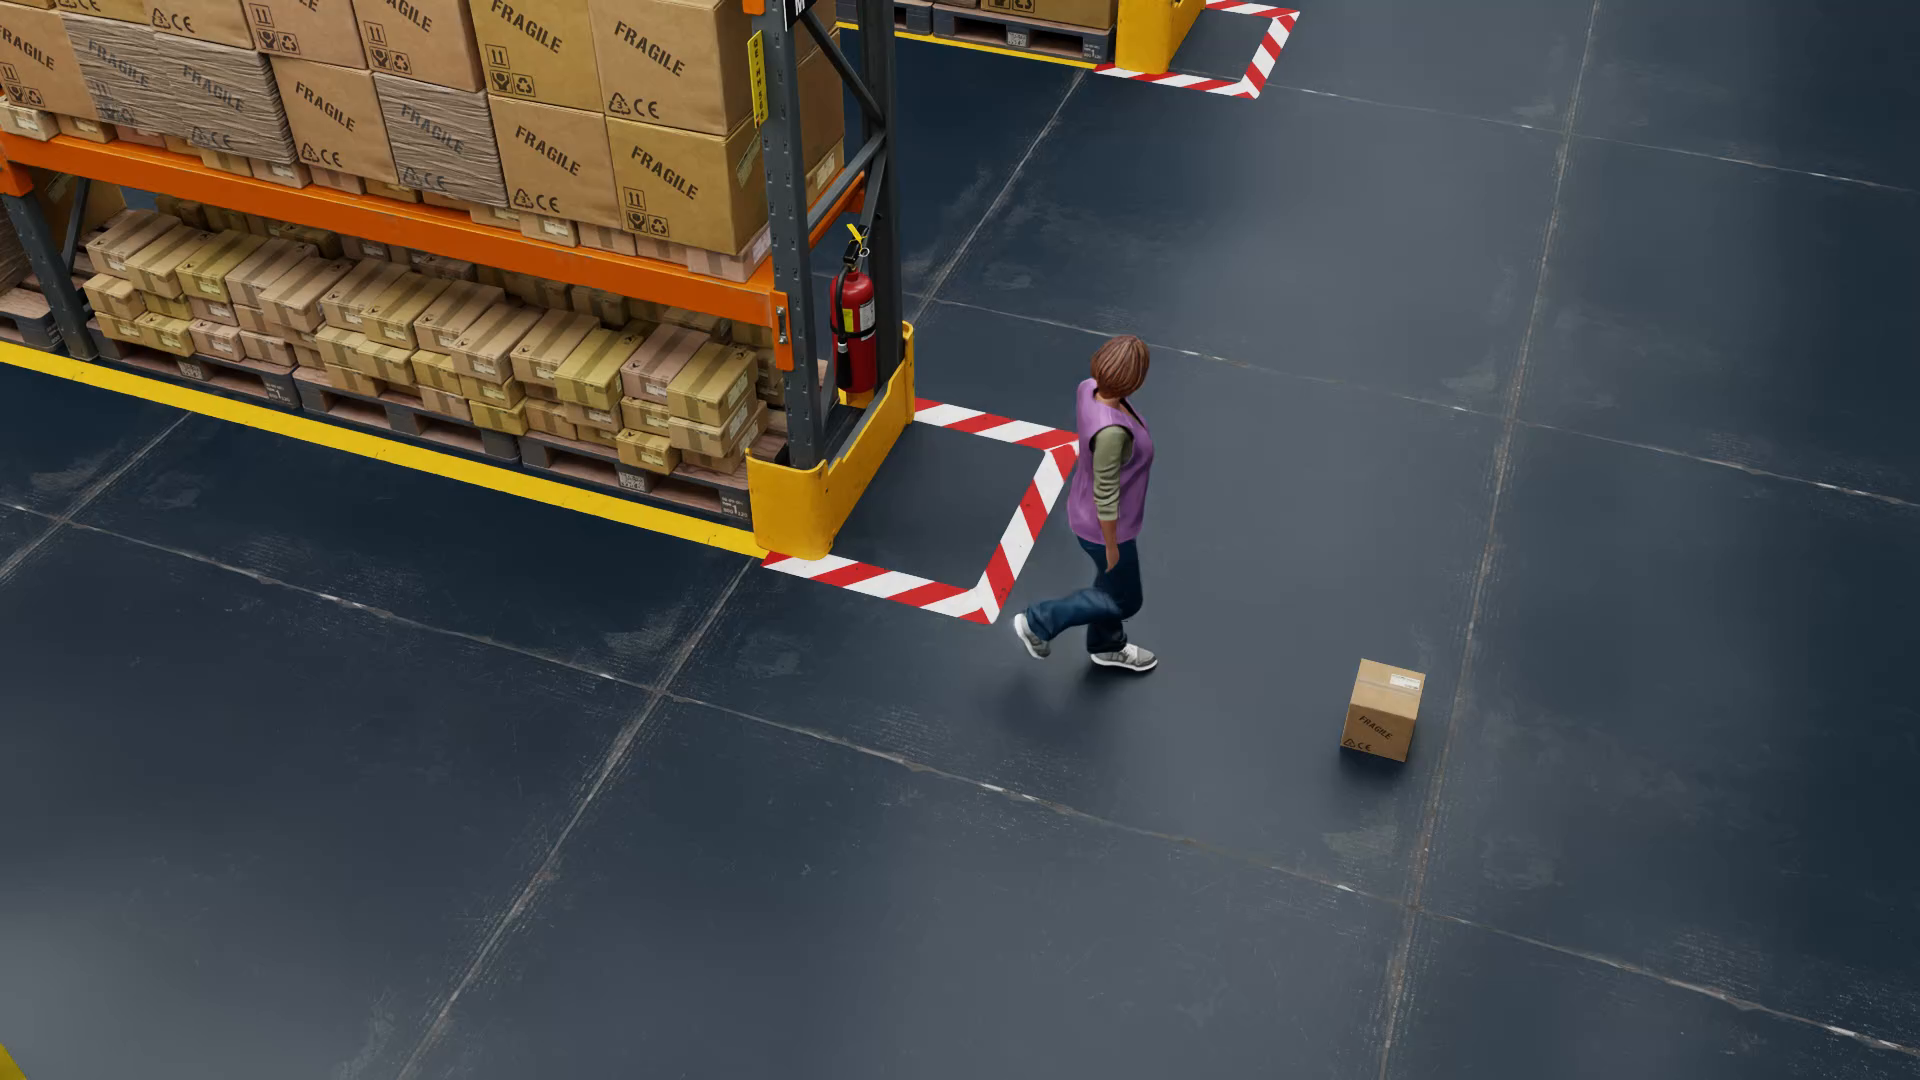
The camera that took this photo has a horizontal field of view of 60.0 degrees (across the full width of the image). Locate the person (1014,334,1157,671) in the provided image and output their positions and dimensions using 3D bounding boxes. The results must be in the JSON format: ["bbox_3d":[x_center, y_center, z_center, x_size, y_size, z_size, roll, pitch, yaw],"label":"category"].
[{"bbox_3d":[0.509,-0.085,6.247,0.589,1.598,0.427,1,42,1],"label":"person"}]
